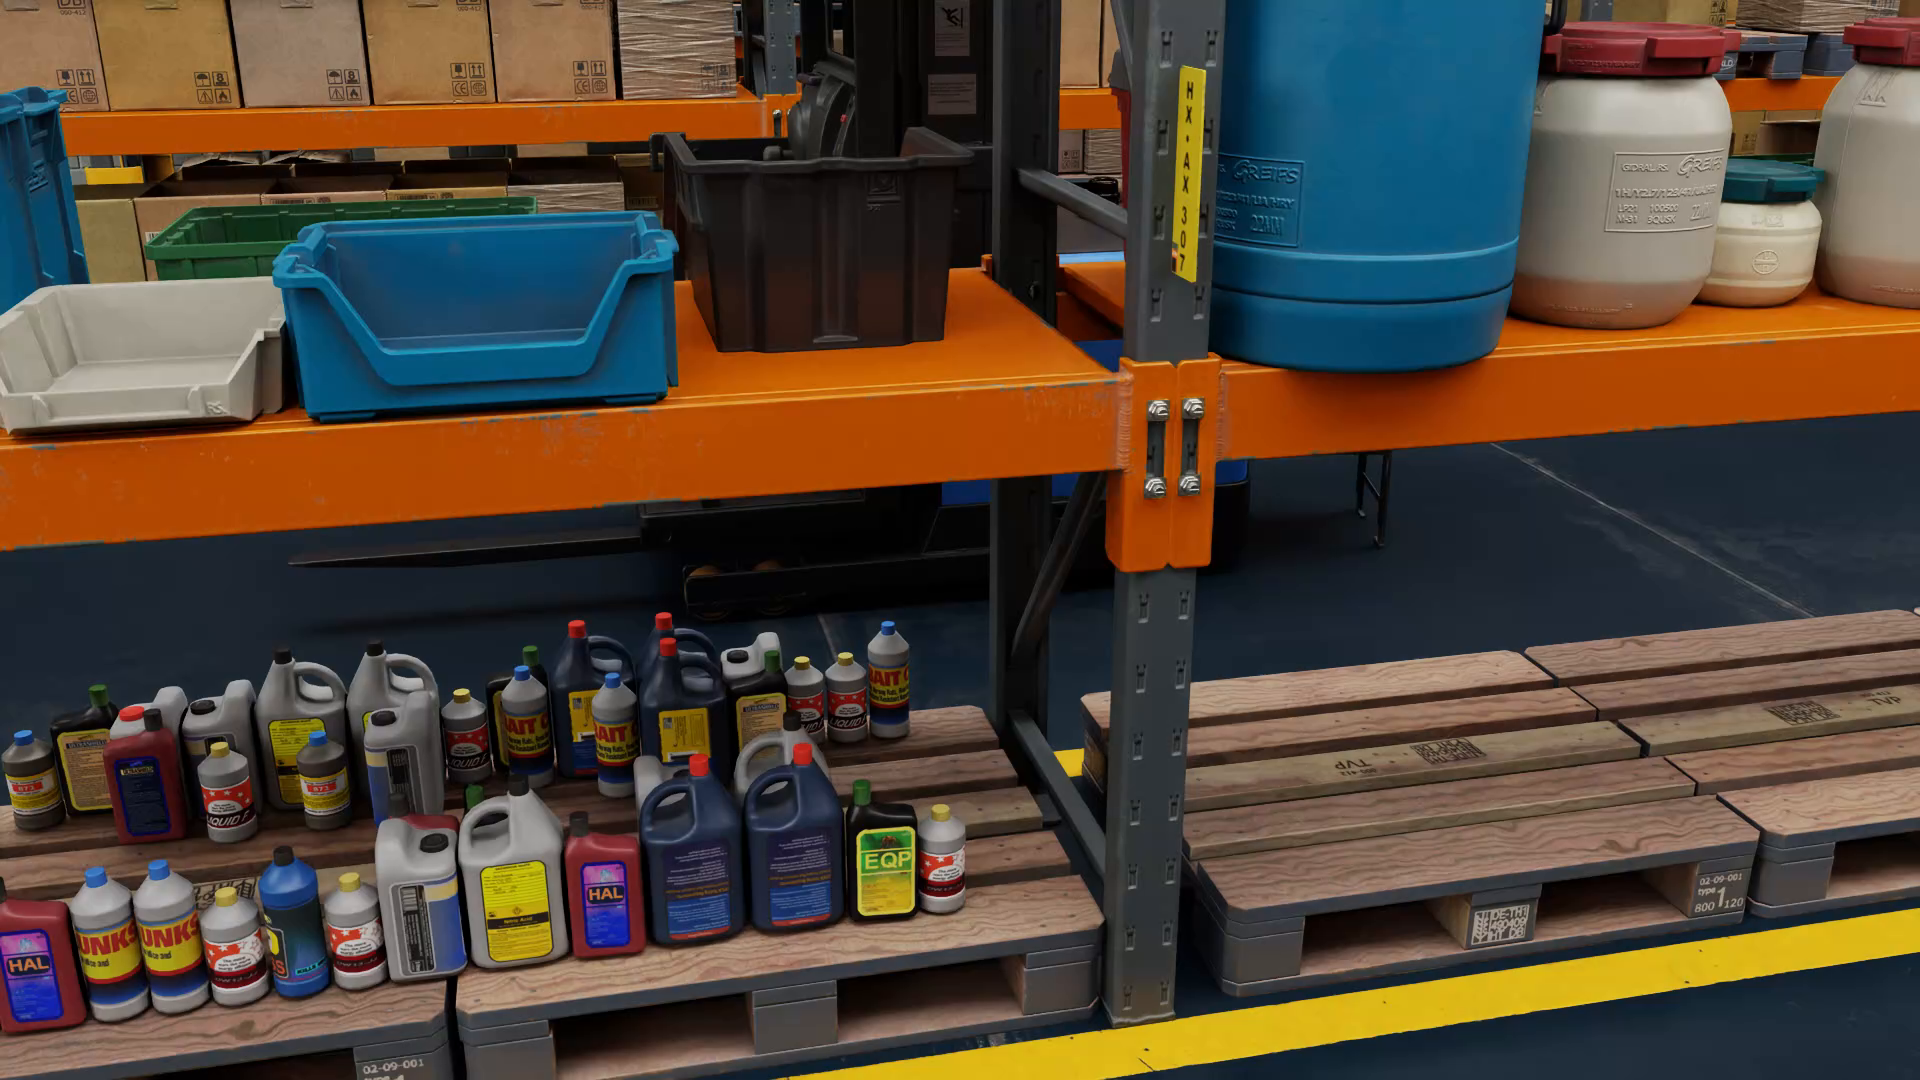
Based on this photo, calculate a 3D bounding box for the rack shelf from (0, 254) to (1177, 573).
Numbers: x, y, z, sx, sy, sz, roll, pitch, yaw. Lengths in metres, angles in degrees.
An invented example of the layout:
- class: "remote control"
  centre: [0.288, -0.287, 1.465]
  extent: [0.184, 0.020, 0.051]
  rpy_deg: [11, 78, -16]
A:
- class: "rack shelf"
  centre: [-1.702, -0.136, 2.869]
  extent: [4.000, 0.370, 1.077]
  rpy_deg: [-5, 21, -12]

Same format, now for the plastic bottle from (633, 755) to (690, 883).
- class: "plastic bottle"
  centre: [-0.562, 0.556, 3.257]
  extent: [0.135, 0.276, 0.152]
  rpy_deg: [-5, 21, -12]

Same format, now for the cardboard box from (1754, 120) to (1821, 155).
- class: "cardboard box"
  centre: [4.905, -2.232, 9.452]
  extent: [0.500, 0.250, 0.500]
  rpy_deg: [-5, 21, -14]

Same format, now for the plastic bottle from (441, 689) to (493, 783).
- class: "plastic bottle"
  centre: [-1.101, 0.430, 3.708]
  extent: [0.097, 0.201, 0.097]
  rpy_deg: [0, 20, 0]

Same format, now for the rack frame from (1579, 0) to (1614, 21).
- class: "rack frame"
  centre: [3.001, -2.607, 8.569]
  extent: [0.127, 3.000, 1.000]
  rpy_deg: [-5, 21, -12]

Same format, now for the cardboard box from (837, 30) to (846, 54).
- class: "cardboard box"
  centre: [-0.423, -2.273, 7.877]
  extent: [0.500, 0.250, 0.500]
  rpy_deg: [-3, 20, -9]

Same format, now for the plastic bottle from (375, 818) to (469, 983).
- class: "plastic bottle"
  centre: [-0.976, 0.640, 3.025]
  extent: [0.135, 0.276, 0.152]
  rpy_deg: [-4, 21, -11]

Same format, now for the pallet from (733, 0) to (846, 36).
- class: "pallet"
  centre: [-1.258, -3.870, 12.296]
  extent: [1.213, 0.211, 1.003]
  rpy_deg: [-5, 21, -12]

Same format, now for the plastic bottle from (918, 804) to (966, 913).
- class: "plastic bottle"
  centre: [-0.037, 0.609, 3.220]
  extent: [0.097, 0.201, 0.097]
  rpy_deg: [0, 20, 0]

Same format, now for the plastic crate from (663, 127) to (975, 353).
- class: "plastic crate"
  centre: [-0.295, -0.604, 3.192]
  extent: [0.504, 0.338, 0.767]
  rpy_deg: [-5, 21, -12]

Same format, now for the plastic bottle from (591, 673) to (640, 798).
- class: "plastic bottle"
  centre: [-0.750, 0.420, 3.635]
  extent: [0.097, 0.271, 0.097]
  rpy_deg: [0, 20, 0]

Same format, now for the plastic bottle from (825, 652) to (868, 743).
- class: "plastic bottle"
  centre: [-0.266, 0.362, 3.893]
  extent: [0.097, 0.201, 0.097]
  rpy_deg: [0, 20, 0]

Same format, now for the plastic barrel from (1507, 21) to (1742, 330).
- class: "plastic barrel"
  centre: [1.226, -0.698, 3.161]
  extent: [0.433, 0.535, 0.433]
  rpy_deg: [0, 20, 0]

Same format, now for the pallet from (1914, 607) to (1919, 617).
- class: "pallet"
  centre: [3.374, 0.409, 4.390]
  extent: [1.213, 0.211, 1.003]
  rpy_deg: [-5, 21, -12]

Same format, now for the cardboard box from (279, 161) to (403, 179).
- class: "cardboard box"
  centre: [-2.875, -1.497, 7.837]
  extent: [0.500, 0.500, 0.500]
  rpy_deg: [-5, 21, -12]

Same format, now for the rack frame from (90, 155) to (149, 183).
- class: "rack frame"
  centre: [-5.928, -3.631, 11.366]
  extent: [0.127, 3.000, 1.000]
  rpy_deg: [-5, 21, -12]

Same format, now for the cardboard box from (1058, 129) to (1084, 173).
- class: "cardboard box"
  centre: [0.640, -3.221, 13.241]
  extent: [0.500, 0.500, 0.700]
  rpy_deg: [-5, 21, -13]

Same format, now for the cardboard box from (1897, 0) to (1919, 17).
- class: "cardboard box"
  centre: [5.188, -3.007, 8.906]
  extent: [0.500, 0.500, 0.700]
  rpy_deg: [-10, 23, -26]

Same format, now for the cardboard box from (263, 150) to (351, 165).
- class: "cardboard box"
  centre: [-4.679, -2.645, 11.944]
  extent: [0.500, 0.311, 0.500]
  rpy_deg: [-3, 20, -8]

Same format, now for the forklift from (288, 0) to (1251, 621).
- class: "forklift"
  centre: [-0.613, -1.326, 5.174]
  extent: [3.031, 2.935, 1.130]
  rpy_deg: [-5, 21, -12]

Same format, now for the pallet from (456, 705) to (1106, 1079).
- class: "pallet"
  centre: [-0.419, 0.717, 3.550]
  extent: [1.213, 0.211, 1.003]
  rpy_deg: [-5, 21, -12]

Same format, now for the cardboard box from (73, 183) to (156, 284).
- class: "cardboard box"
  centre: [-3.725, -1.240, 7.135]
  extent: [0.500, 0.500, 0.500]
  rpy_deg: [-5, 21, -12]

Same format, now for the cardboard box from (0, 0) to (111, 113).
- class: "cardboard box"
  centre: [-3.817, -2.096, 7.031]
  extent: [0.500, 0.500, 0.700]
  rpy_deg: [-4, 21, -11]

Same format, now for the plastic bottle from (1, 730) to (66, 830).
- class: "plastic bottle"
  centre: [-1.962, 0.500, 3.517]
  extent: [0.097, 0.201, 0.097]
  rpy_deg: [0, 20, 0]

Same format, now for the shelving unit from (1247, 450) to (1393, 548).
- class: "shelving unit"
  centre: [1.214, -1.028, 5.569]
  extent: [0.503, 2.100, 0.431]
  rpy_deg: [0, 20, 1]

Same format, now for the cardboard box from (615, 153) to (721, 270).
- class: "cardboard box"
  centre: [-1.415, -1.616, 8.163]
  extent: [0.500, 0.500, 0.500]
  rpy_deg: [-5, 21, -12]

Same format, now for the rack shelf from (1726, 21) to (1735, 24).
- class: "rack shelf"
  centre: [7.696, -4.401, 14.515]
  extent: [4.000, 0.370, 1.077]
  rpy_deg: [-5, 21, -12]

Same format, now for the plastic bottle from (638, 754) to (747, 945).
- class: "plastic bottle"
  centre: [-0.503, 0.568, 3.114]
  extent: [0.185, 0.351, 0.144]
  rpy_deg: [-6, 21, -15]

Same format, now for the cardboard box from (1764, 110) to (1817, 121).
- class: "cardboard box"
  centre: [6.991, -3.668, 14.490]
  extent: [0.500, 0.500, 0.700]
  rpy_deg: [-5, 21, -13]

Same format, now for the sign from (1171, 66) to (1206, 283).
- class: "sign"
  centre: [0.360, -0.577, 2.625]
  extent: [0.005, 0.325, 0.100]
  rpy_deg: [-5, 21, -12]

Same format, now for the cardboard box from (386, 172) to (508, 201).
- class: "cardboard box"
  centre: [-2.268, -1.362, 7.468]
  extent: [0.500, 0.500, 0.500]
  rpy_deg: [-5, 21, -12]

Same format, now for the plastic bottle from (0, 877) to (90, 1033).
- class: "plastic bottle"
  centre: [-1.588, 0.703, 2.844]
  extent: [0.133, 0.283, 0.061]
  rpy_deg: [-4, 21, -12]

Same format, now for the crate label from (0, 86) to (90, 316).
- class: "crate label"
  centre: [-1.920, -0.568, 2.952]
  extent: [0.616, 0.435, 0.502]
  rpy_deg: [-5, 21, -12]

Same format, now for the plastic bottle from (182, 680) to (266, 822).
- class: "plastic bottle"
  centre: [-1.575, 0.443, 3.563]
  extent: [0.135, 0.276, 0.152]
  rpy_deg: [-5, 21, -14]

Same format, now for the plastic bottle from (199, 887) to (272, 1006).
- class: "plastic bottle"
  centre: [-1.285, 0.710, 2.943]
  extent: [0.097, 0.201, 0.097]
  rpy_deg: [0, 20, 0]

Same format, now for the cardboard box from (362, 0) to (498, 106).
- class: "cardboard box"
  centre: [-2.323, -2.217, 7.361]
  extent: [0.500, 0.500, 0.700]
  rpy_deg: [-4, 21, -12]

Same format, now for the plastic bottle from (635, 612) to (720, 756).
- class: "plastic bottle"
  centre: [-0.637, 0.331, 3.763]
  extent: [0.185, 0.351, 0.144]
  rpy_deg: [-4, 21, -11]

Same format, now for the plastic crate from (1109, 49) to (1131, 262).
- class: "plastic crate"
  centre: [0.645, -0.802, 3.551]
  extent: [0.583, 0.464, 0.402]
  rpy_deg: [-5, 21, -12]

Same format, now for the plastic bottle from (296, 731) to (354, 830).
- class: "plastic bottle"
  centre: [-1.345, 0.501, 3.515]
  extent: [0.097, 0.201, 0.097]
  rpy_deg: [0, 20, 0]
